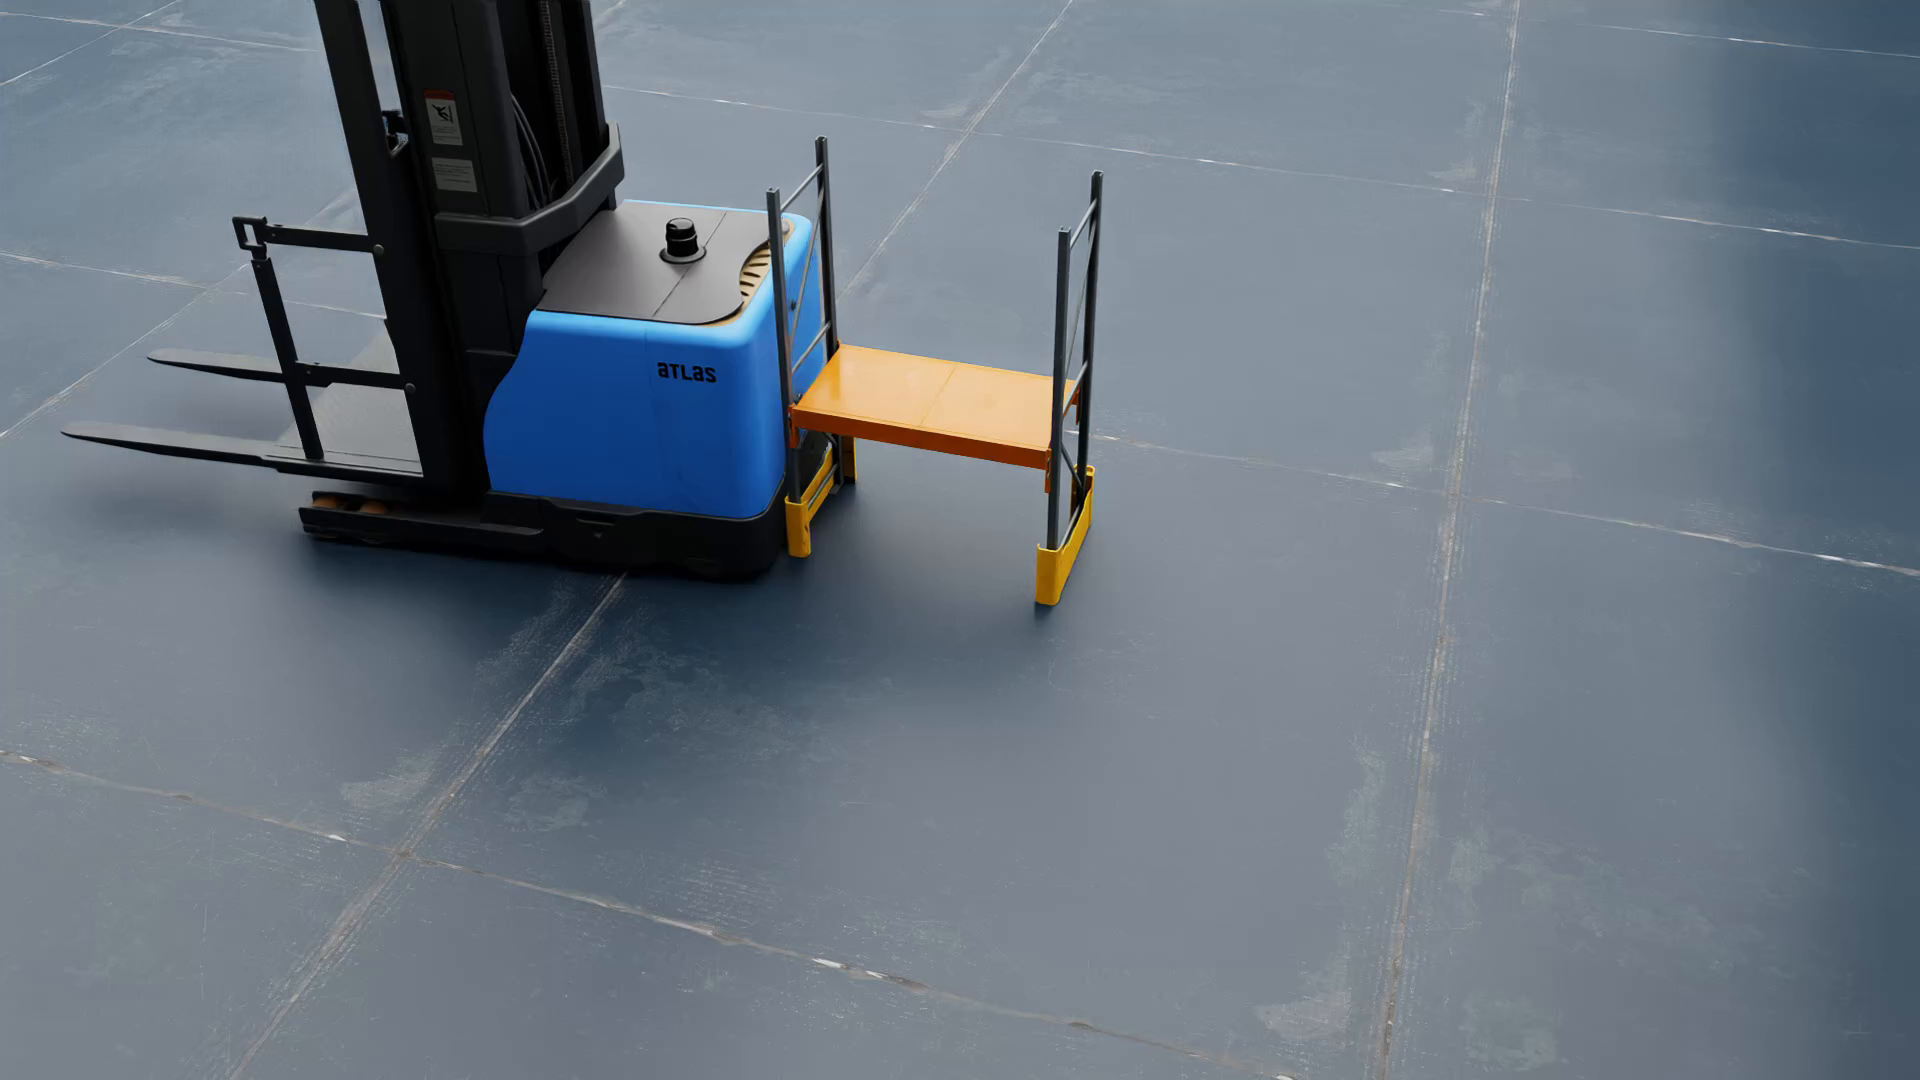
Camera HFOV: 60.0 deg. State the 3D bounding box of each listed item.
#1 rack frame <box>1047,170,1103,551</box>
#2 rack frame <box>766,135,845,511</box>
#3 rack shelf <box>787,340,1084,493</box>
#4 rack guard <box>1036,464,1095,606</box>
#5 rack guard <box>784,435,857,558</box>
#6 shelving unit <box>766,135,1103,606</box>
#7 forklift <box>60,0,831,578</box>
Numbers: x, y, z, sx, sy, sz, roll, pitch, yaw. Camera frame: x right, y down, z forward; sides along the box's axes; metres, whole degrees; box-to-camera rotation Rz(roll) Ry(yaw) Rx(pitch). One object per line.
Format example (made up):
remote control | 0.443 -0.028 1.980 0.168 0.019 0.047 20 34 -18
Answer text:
rack frame | 0.406 -0.530 5.989 0.032 1.500 0.500 10 38 14
rack frame | -0.565 -0.708 6.232 0.032 1.500 0.500 10 38 14
rack shelf | -0.080 -0.474 6.217 1.000 0.185 0.538 10 38 14
rack guard | 0.405 -0.026 6.360 0.087 0.250 0.587 10 38 14
rack guard | -0.547 -0.201 6.598 0.087 0.250 0.587 10 38 14
shelving unit | -0.071 -0.617 6.108 1.083 1.500 0.587 10 38 14
forklift | -2.110 -1.465 6.052 3.031 2.935 1.130 7 37 9
